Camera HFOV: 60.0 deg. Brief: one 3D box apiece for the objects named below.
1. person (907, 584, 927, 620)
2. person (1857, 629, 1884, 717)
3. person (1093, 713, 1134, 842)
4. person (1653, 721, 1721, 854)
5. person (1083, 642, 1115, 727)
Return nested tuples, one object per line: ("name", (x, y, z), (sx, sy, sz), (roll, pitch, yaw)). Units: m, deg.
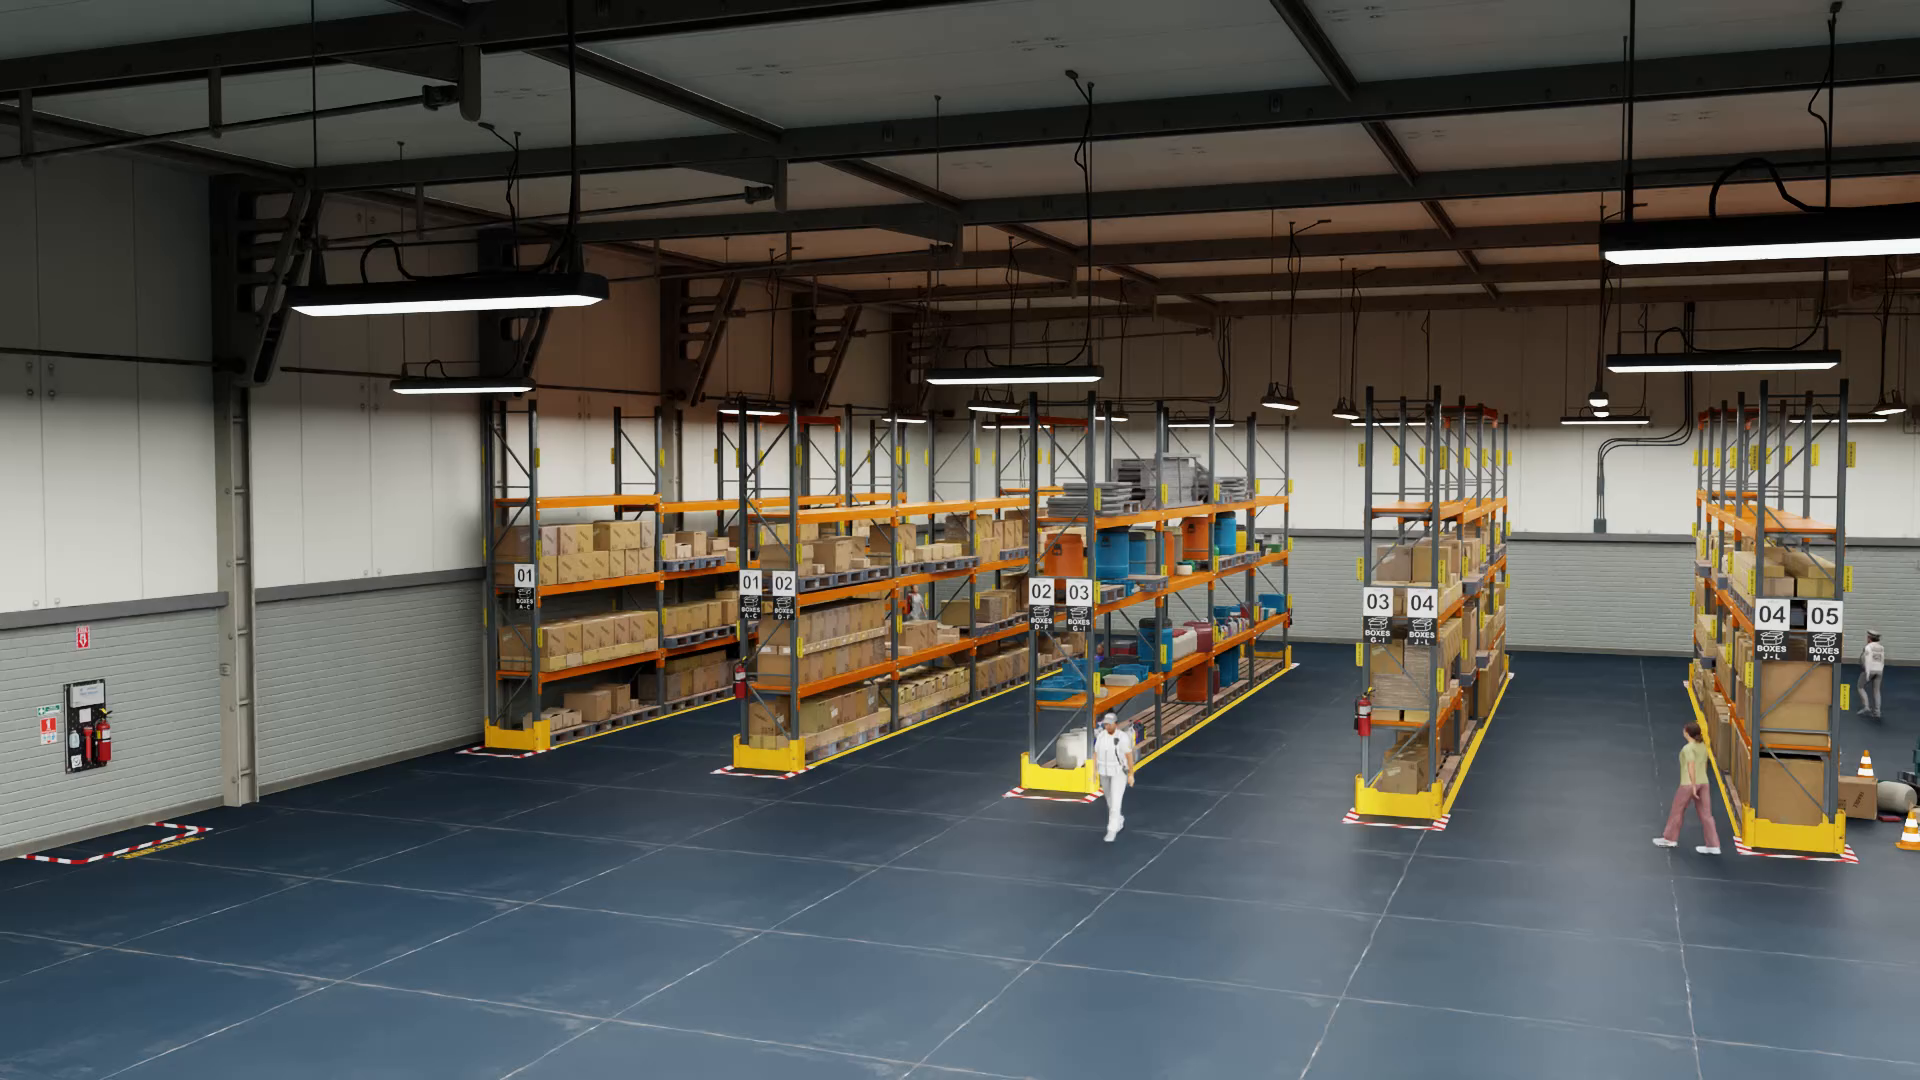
("person", (-1.195, 1.984, 44.627), (1.055, 1.619, 0.436), (2, 4, 37))
("person", (17.633, 2.569, 32.083), (0.480, 1.664, 0.505), (0, 3, -1))
("person", (1.979, 3.086, 21.910), (0.516, 1.618, 0.921), (2, 3, 35))
("person", (9.325, 3.125, 21.183), (0.461, 1.631, 0.862), (-1, 3, -20))
("person", (2.561, 2.677, 30.600), (1.051, 1.596, 0.473), (-2, 3, -36))
